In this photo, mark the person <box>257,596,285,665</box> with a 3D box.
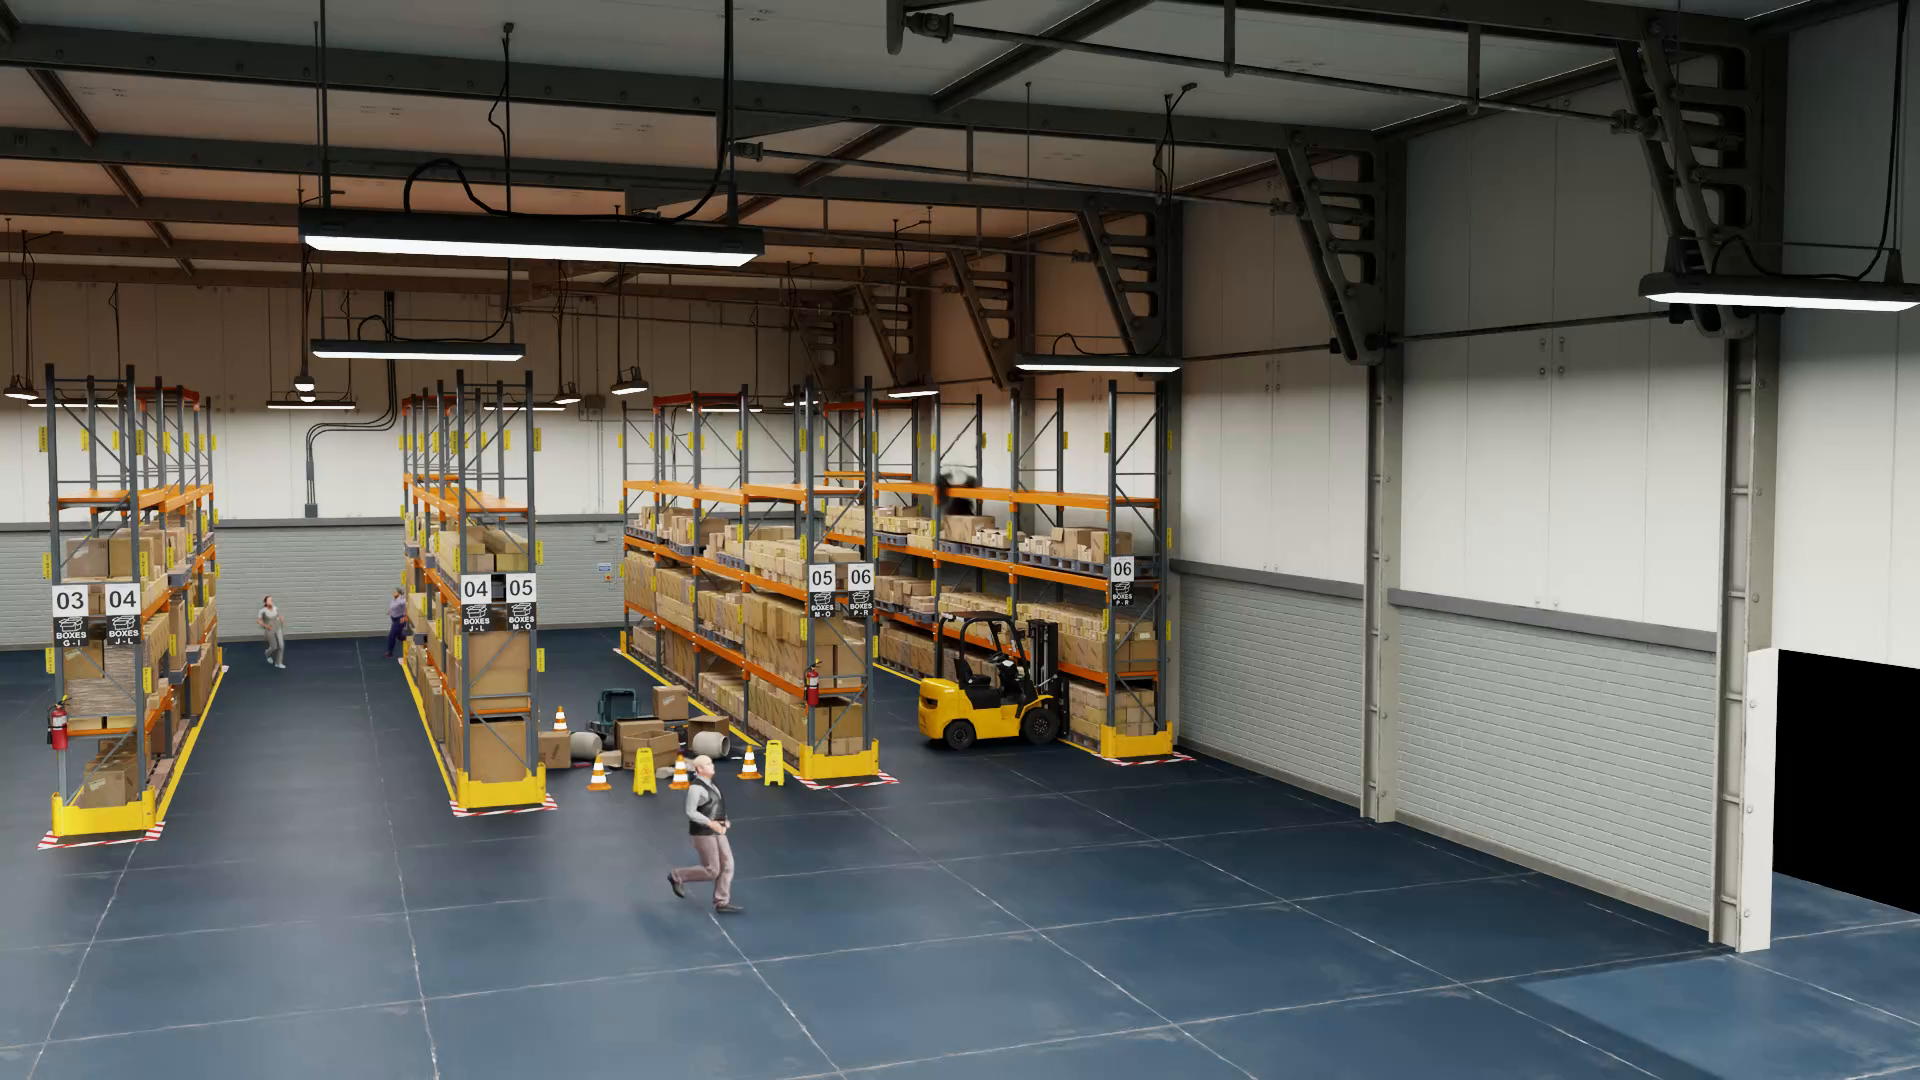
[{"bbox_3d":[-15.363,2.011,37.053,0.575,1.554,0.597,2,4,35],"label":"person"}]

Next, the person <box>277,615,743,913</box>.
[{"bbox_3d":[-8.775,2.694,27.243,16.910,1.457,16.259,1,3,13],"label":"person"}]

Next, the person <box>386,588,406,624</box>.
[{"bbox_3d":[-13.099,1.520,38.699,0.476,0.839,0.648,-3,4,-37],"label":"person"}]
